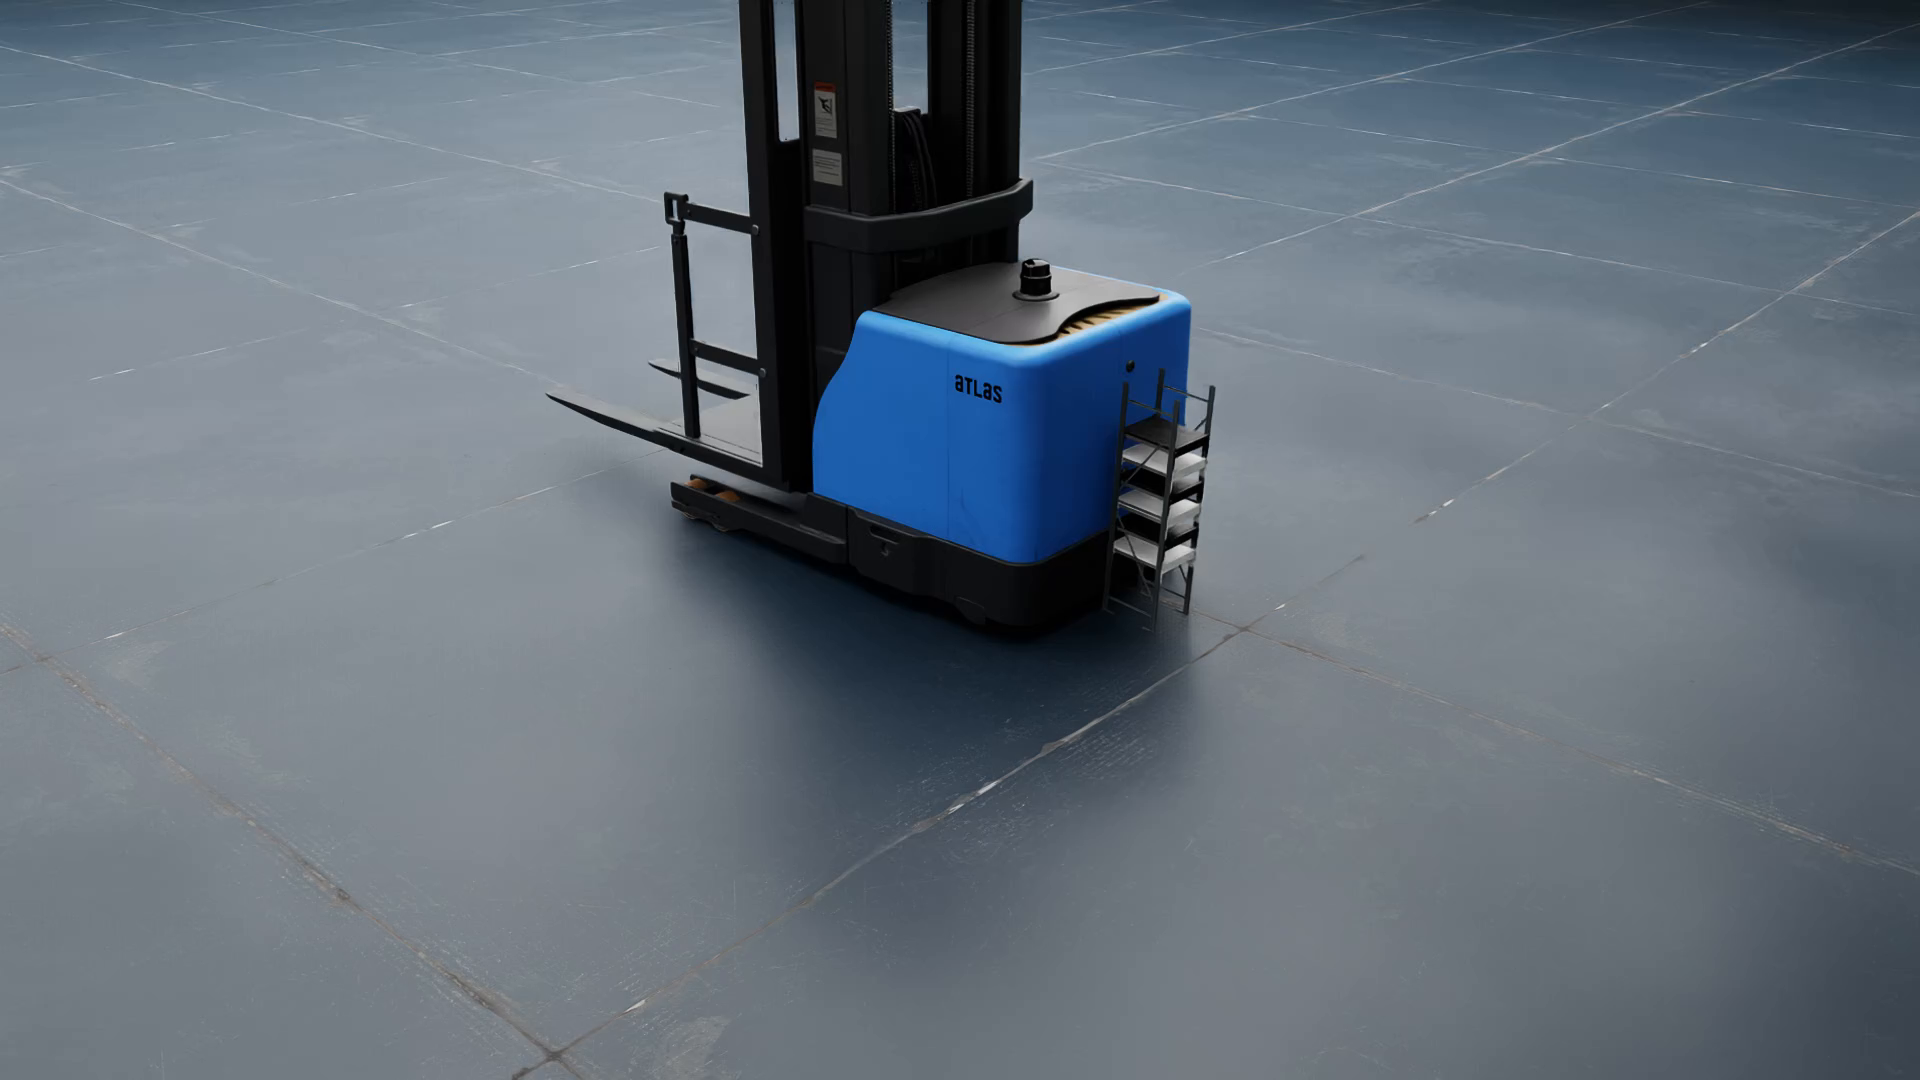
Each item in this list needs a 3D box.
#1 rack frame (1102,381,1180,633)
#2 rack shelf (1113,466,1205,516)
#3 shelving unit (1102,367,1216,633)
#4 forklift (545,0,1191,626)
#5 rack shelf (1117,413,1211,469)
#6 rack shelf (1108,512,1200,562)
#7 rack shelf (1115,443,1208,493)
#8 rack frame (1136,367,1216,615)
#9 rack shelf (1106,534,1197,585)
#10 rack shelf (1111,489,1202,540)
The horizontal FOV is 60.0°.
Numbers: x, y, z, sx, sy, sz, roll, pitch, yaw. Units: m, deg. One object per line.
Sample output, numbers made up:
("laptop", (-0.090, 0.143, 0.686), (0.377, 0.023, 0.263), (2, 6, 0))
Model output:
("rack frame", (0.633, -0.106, 5.868), (0.240, 0.900, 0.006), (25, 34, 37))
("rack shelf", (0.706, -0.187, 5.910), (0.258, 0.077, 0.200), (25, 34, 37))
("shelving unit", (0.703, -0.137, 5.935), (0.258, 0.900, 0.210), (25, 34, 37))
("forklift", (-0.570, -1.515, 6.547), (3.031, 2.935, 1.130), (20, 31, 37))
("rack shelf", (0.714, -0.348, 5.829), (0.258, 0.077, 0.200), (25, 34, 37))
("rack shelf", (0.698, -0.027, 5.990), (0.258, 0.077, 0.200), (25, 34, 37))
("rack shelf", (0.710, -0.268, 5.870), (0.258, 0.077, 0.200), (25, 34, 37))
("rack frame", (0.773, -0.167, 6.002), (0.240, 0.900, 0.006), (25, 34, 37))
("rack shelf", (0.694, 0.054, 6.031), (0.258, 0.077, 0.200), (25, 34, 37))
("rack shelf", (0.702, -0.107, 5.950), (0.258, 0.077, 0.200), (25, 34, 37))
